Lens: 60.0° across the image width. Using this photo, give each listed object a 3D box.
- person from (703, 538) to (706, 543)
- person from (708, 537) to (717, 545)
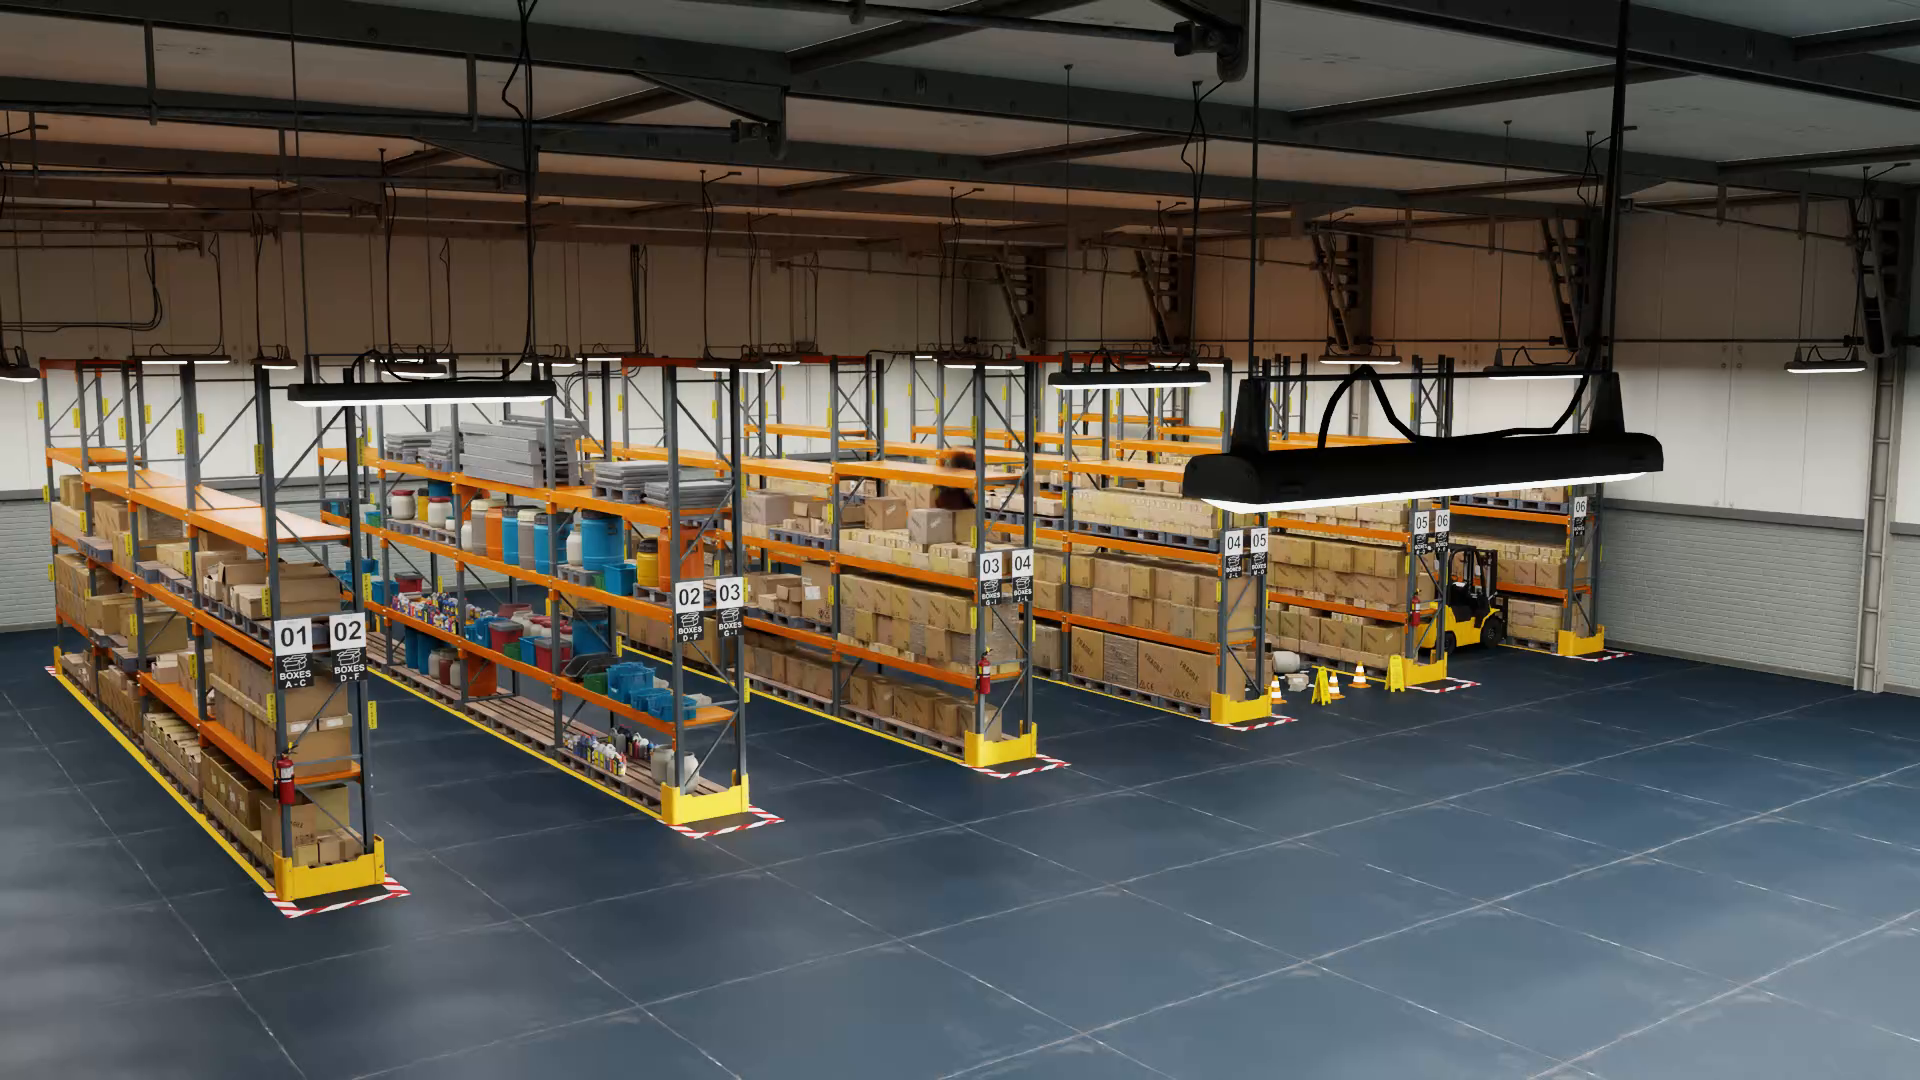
[{"bbox_3d":[-6.280,0.743,40.106,0.630,1.621,0.738,0,7,4],"label":"person"},{"bbox_3d":[-6.097,0.636,40.928,0.673,1.597,0.532,2,7,15],"label":"person"}]
